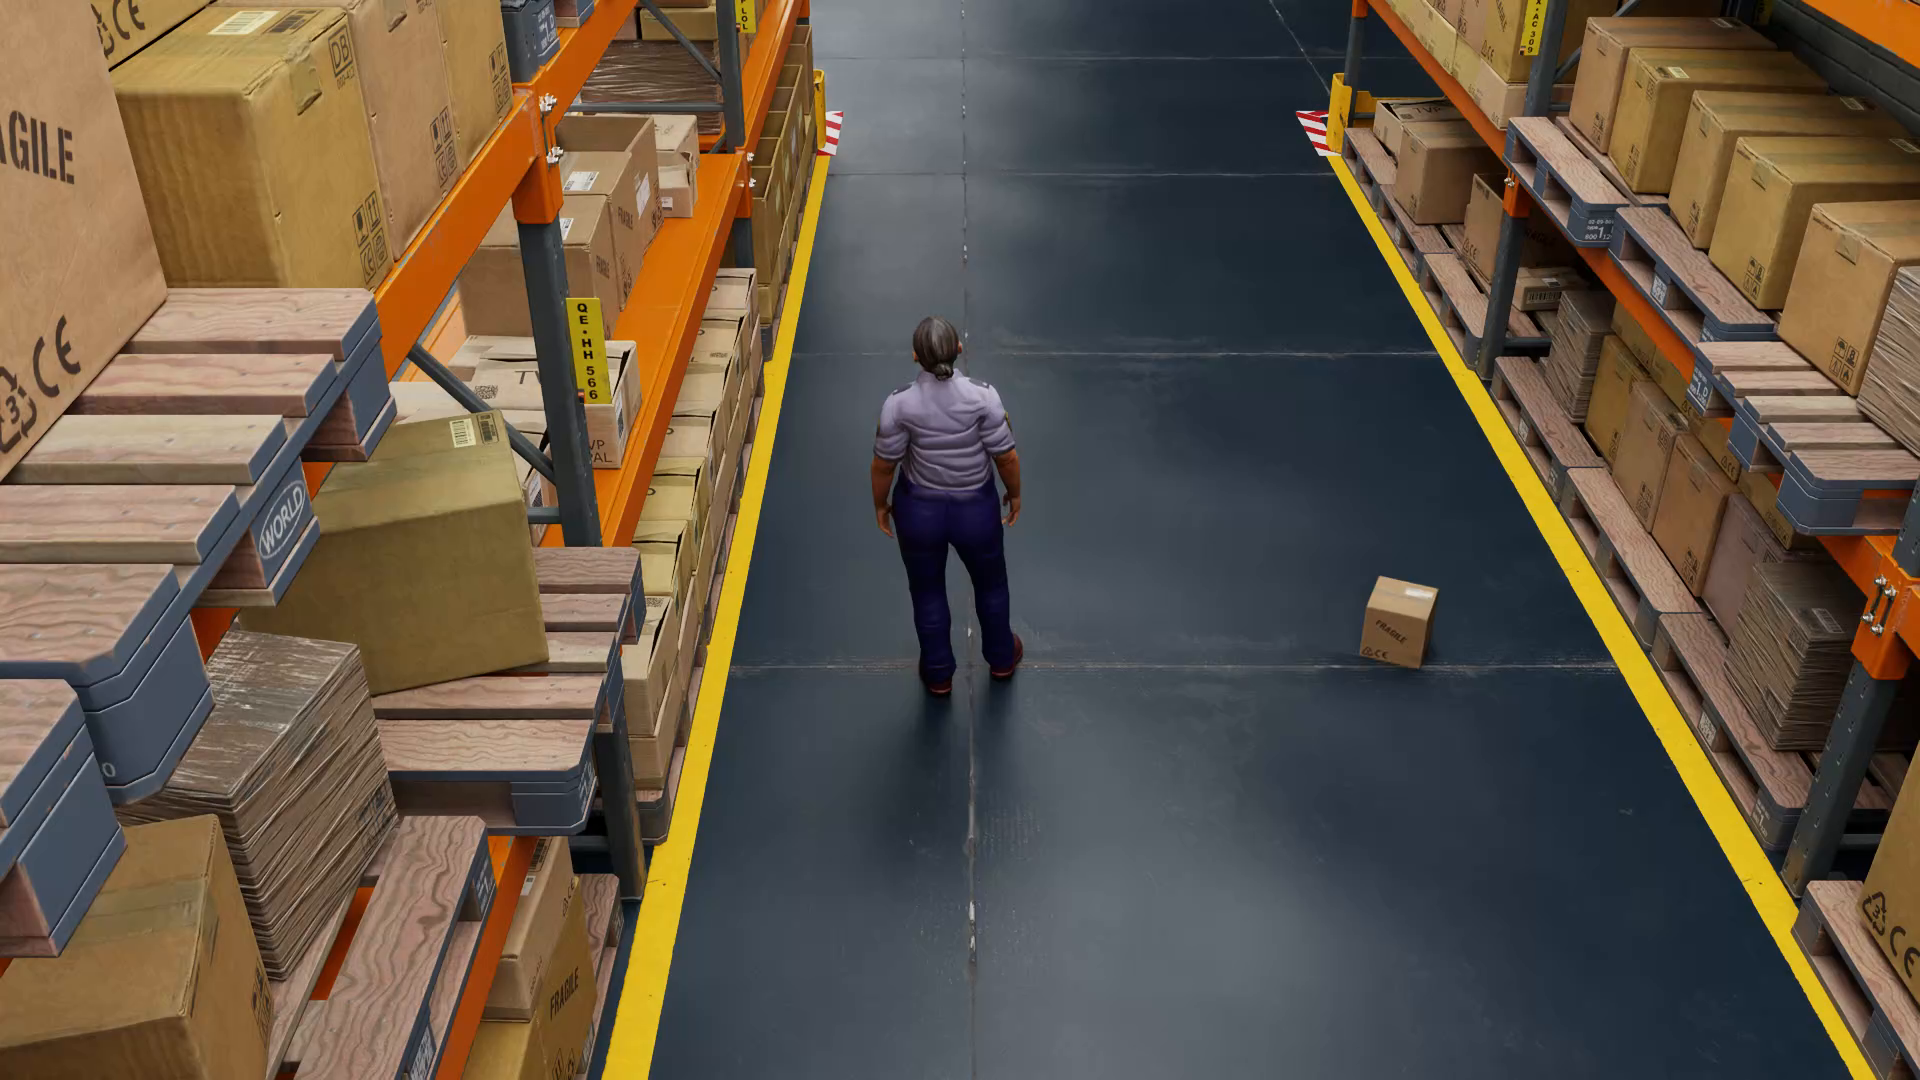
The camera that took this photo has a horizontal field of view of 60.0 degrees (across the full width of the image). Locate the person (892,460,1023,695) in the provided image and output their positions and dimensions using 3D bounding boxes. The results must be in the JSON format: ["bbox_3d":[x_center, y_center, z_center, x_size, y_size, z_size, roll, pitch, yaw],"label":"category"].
[{"bbox_3d":[0.003,0.114,6.534,0.525,1.034,0.501,0,32,-1],"label":"person"}]
